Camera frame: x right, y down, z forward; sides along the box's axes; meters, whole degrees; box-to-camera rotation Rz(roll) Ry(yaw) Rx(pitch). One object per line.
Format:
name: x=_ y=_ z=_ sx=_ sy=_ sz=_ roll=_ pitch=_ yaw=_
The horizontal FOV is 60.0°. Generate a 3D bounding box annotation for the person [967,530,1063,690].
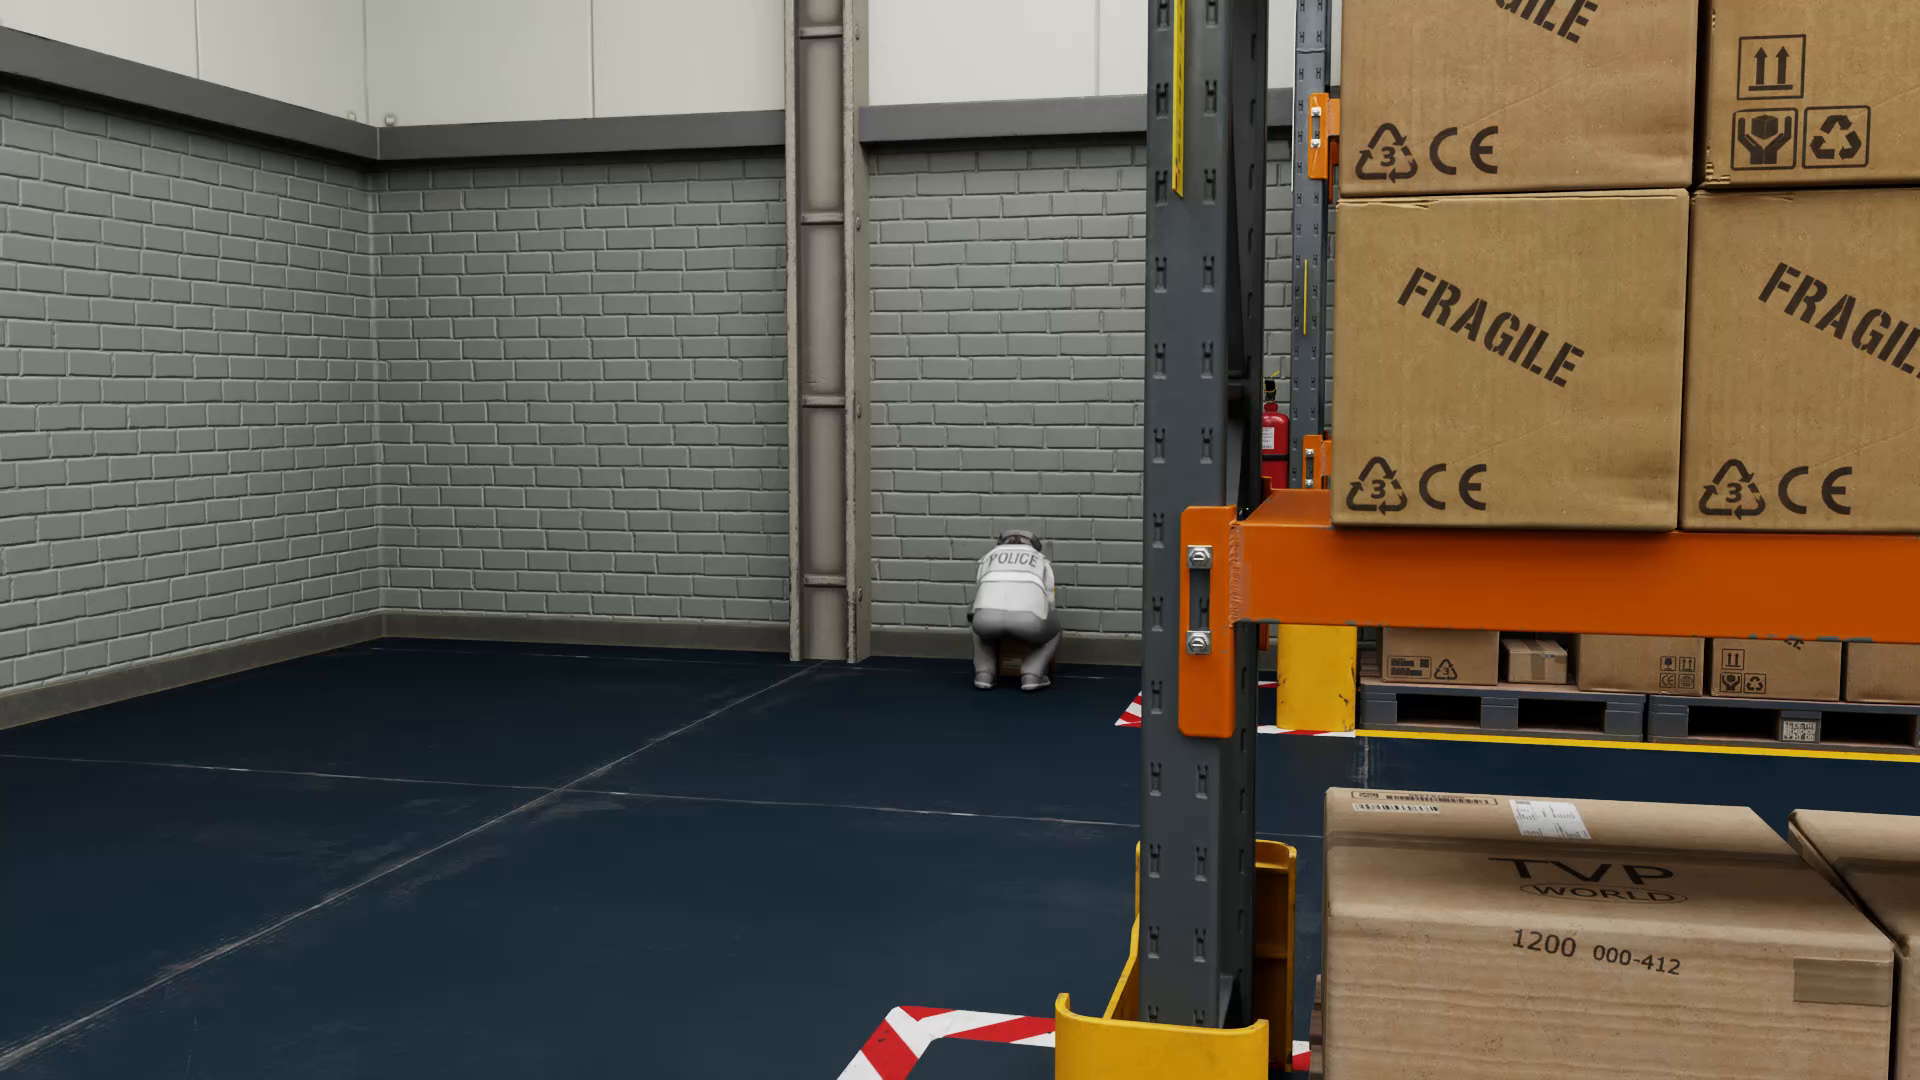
person: x=0.295 y=0.393 z=8.738 sx=0.475 sy=0.851 sz=0.896 roll=1 pitch=5 yaw=13
